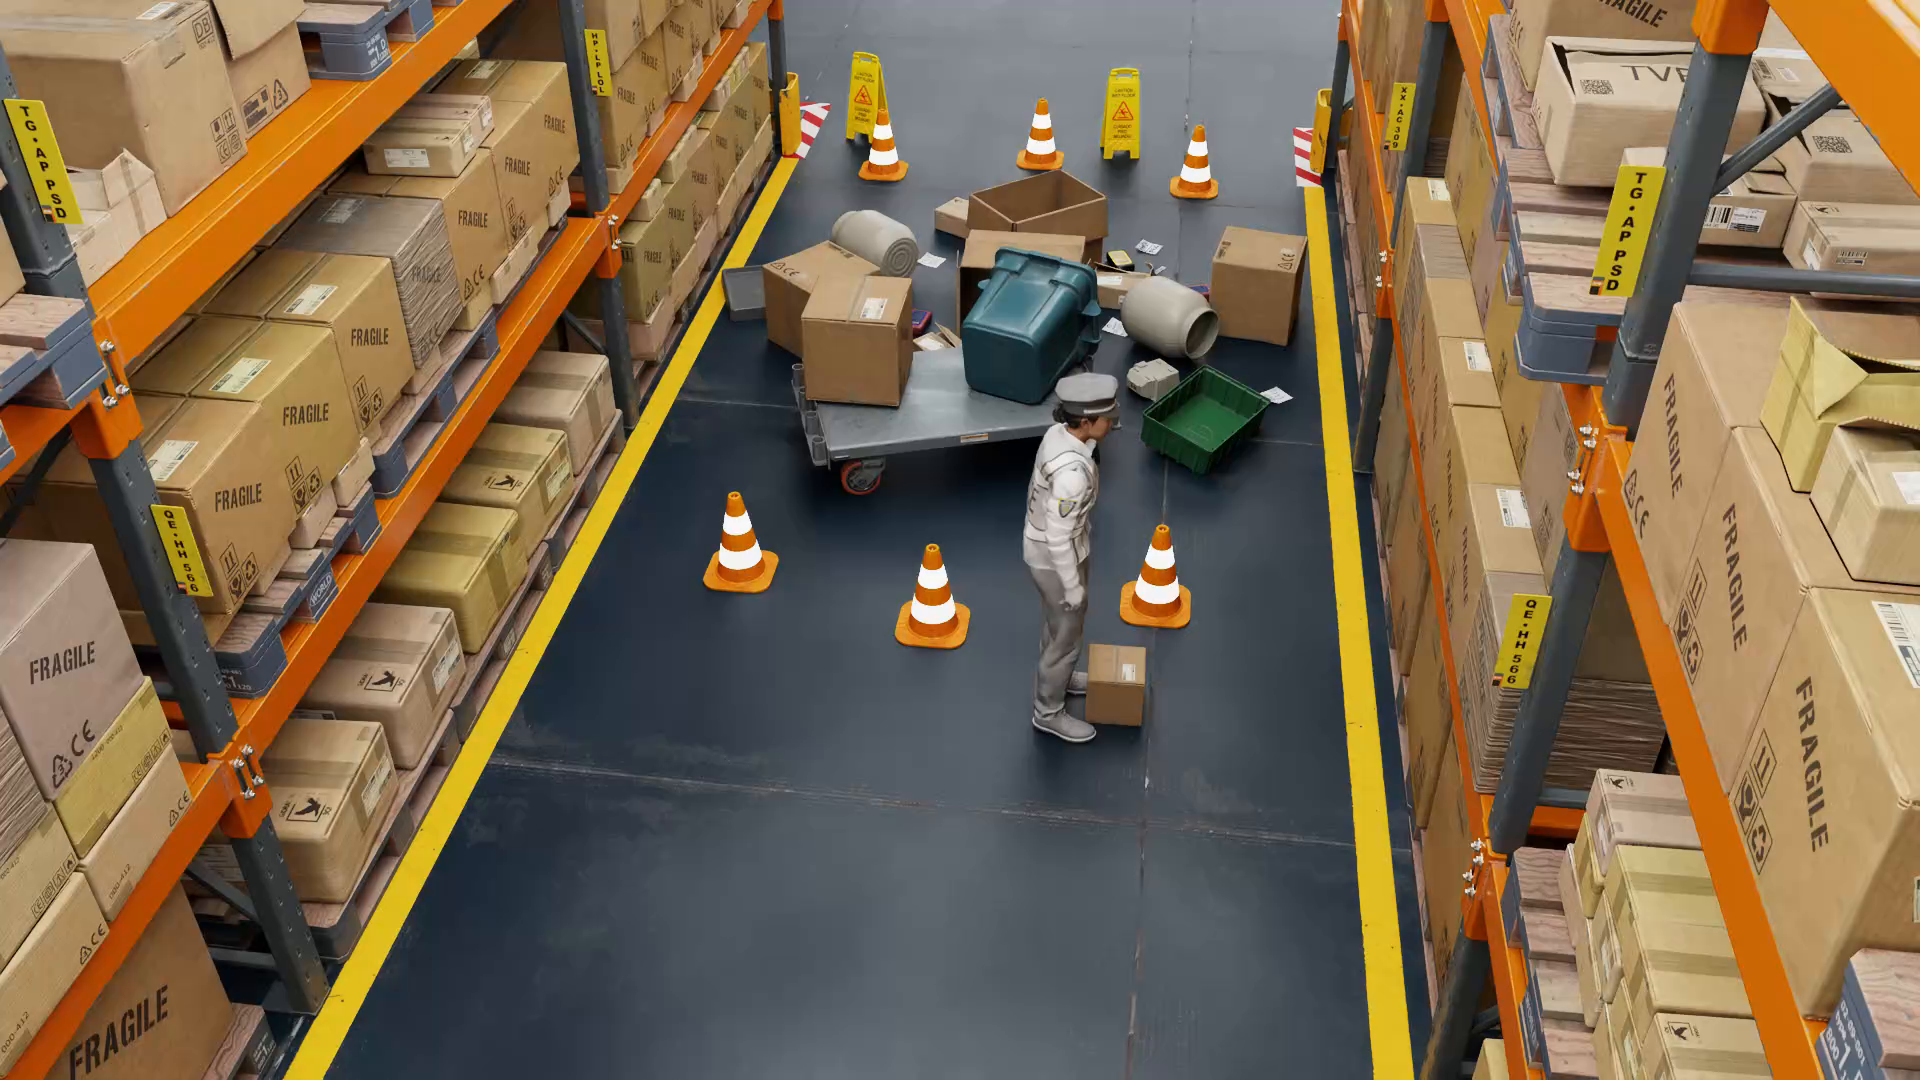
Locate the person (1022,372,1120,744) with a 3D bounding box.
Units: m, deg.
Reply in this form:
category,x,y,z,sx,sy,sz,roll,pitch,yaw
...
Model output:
category,x,y,z,sx,sy,sz,roll,pitch,yaw
person,0.444,0.062,6.951,0.372,1.663,0.531,3,36,4
